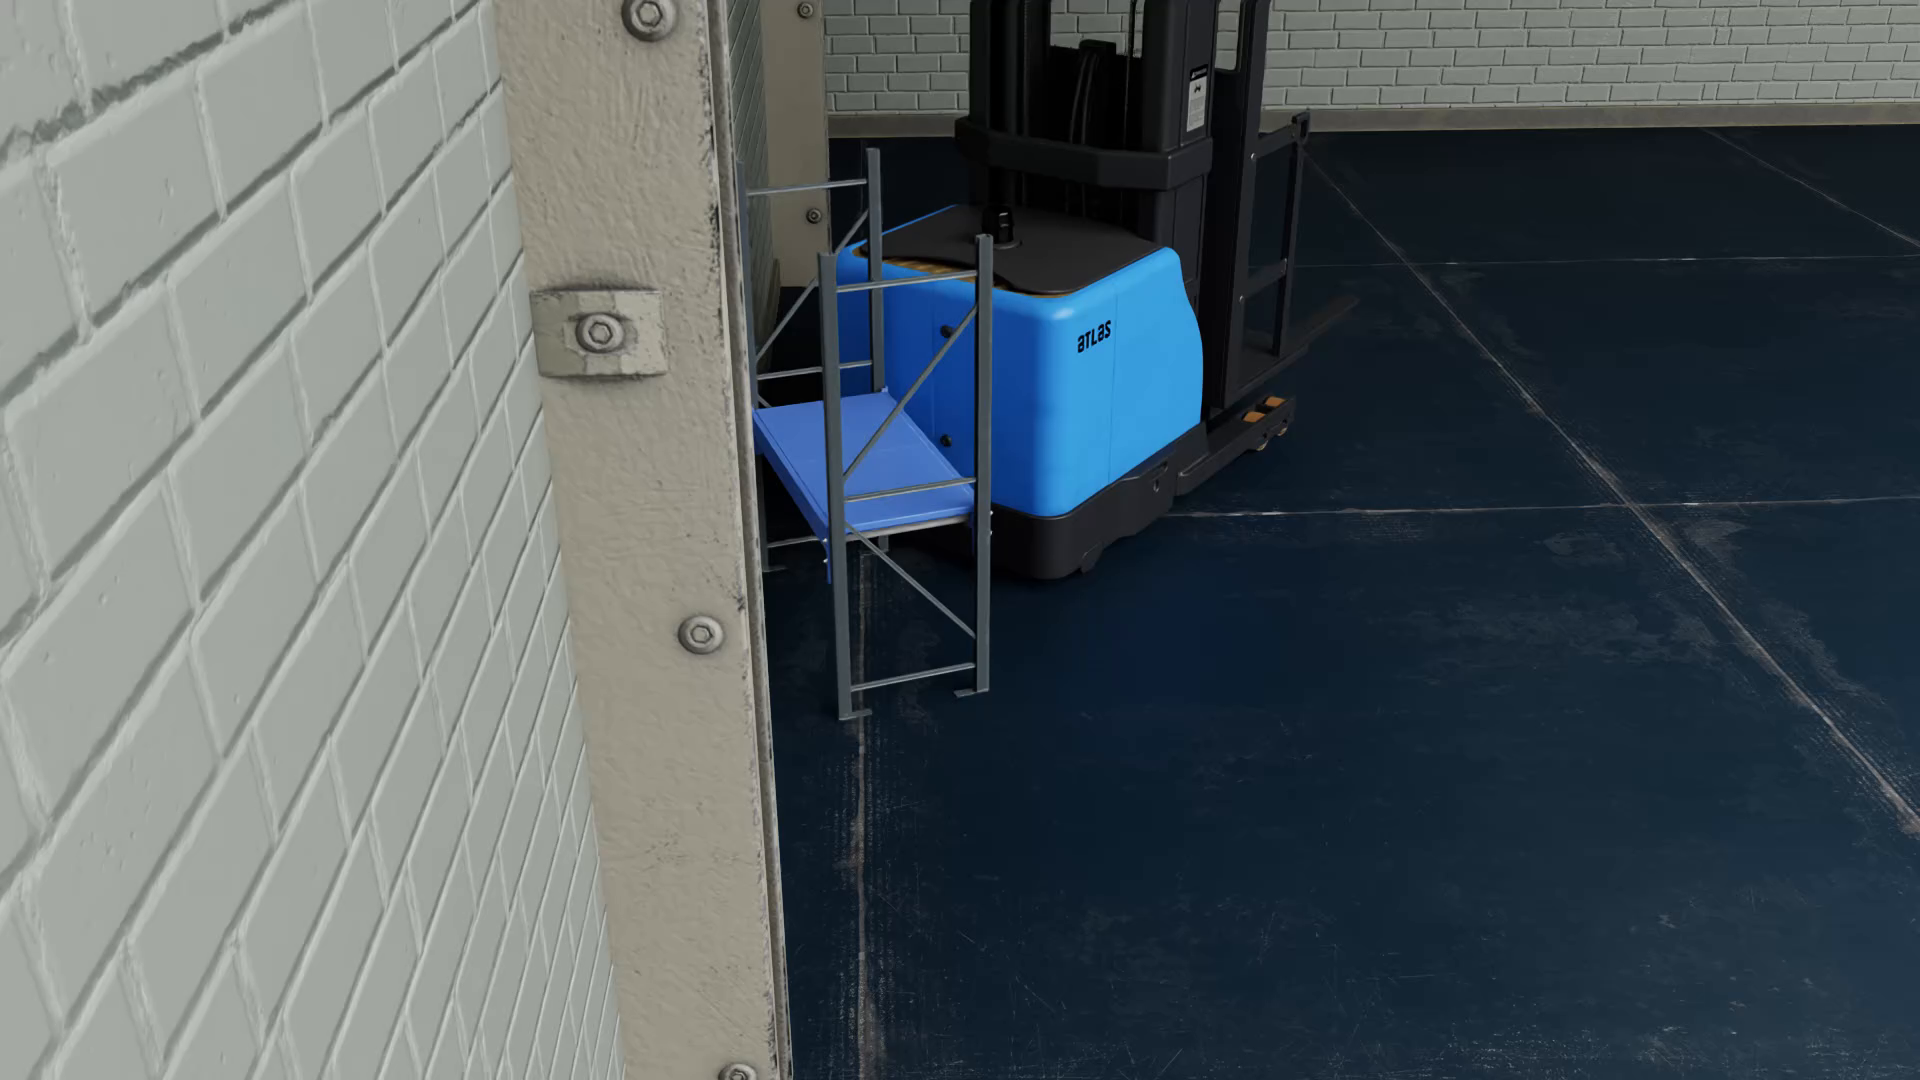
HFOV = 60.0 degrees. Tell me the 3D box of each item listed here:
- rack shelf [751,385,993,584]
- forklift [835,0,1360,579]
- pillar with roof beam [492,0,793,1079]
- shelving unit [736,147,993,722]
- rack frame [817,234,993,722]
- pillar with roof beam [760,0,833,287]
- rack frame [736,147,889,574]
[{"bbox_3d":[-0.325,-0.206,5.412,0.538,0.185,1.000,-10,29,-18],"label":"rack shelf"},{"bbox_3d":[0.777,-1.788,6.509,1.130,2.935,3.031,18,33,31],"label":"forklift"},{"bbox_3d":[3.765,-2.764,1.818,9.100,9.000,0.400,-1,28,-3],"label":"pillar with roof beam"},{"bbox_3d":[-0.325,-0.366,5.329,0.538,1.500,1.048,-10,29,-18],"label":"shelving unit"},{"bbox_3d":[-0.147,-0.145,4.907,0.500,1.500,0.032,-10,29,-18],"label":"rack frame"},{"bbox_3d":[3.452,-5.535,7.131,9.100,9.000,0.400,-1,28,-3],"label":"pillar with roof beam"},{"bbox_3d":[-0.503,-0.586,5.751,0.500,1.500,0.032,-10,29,-18],"label":"rack frame"}]
